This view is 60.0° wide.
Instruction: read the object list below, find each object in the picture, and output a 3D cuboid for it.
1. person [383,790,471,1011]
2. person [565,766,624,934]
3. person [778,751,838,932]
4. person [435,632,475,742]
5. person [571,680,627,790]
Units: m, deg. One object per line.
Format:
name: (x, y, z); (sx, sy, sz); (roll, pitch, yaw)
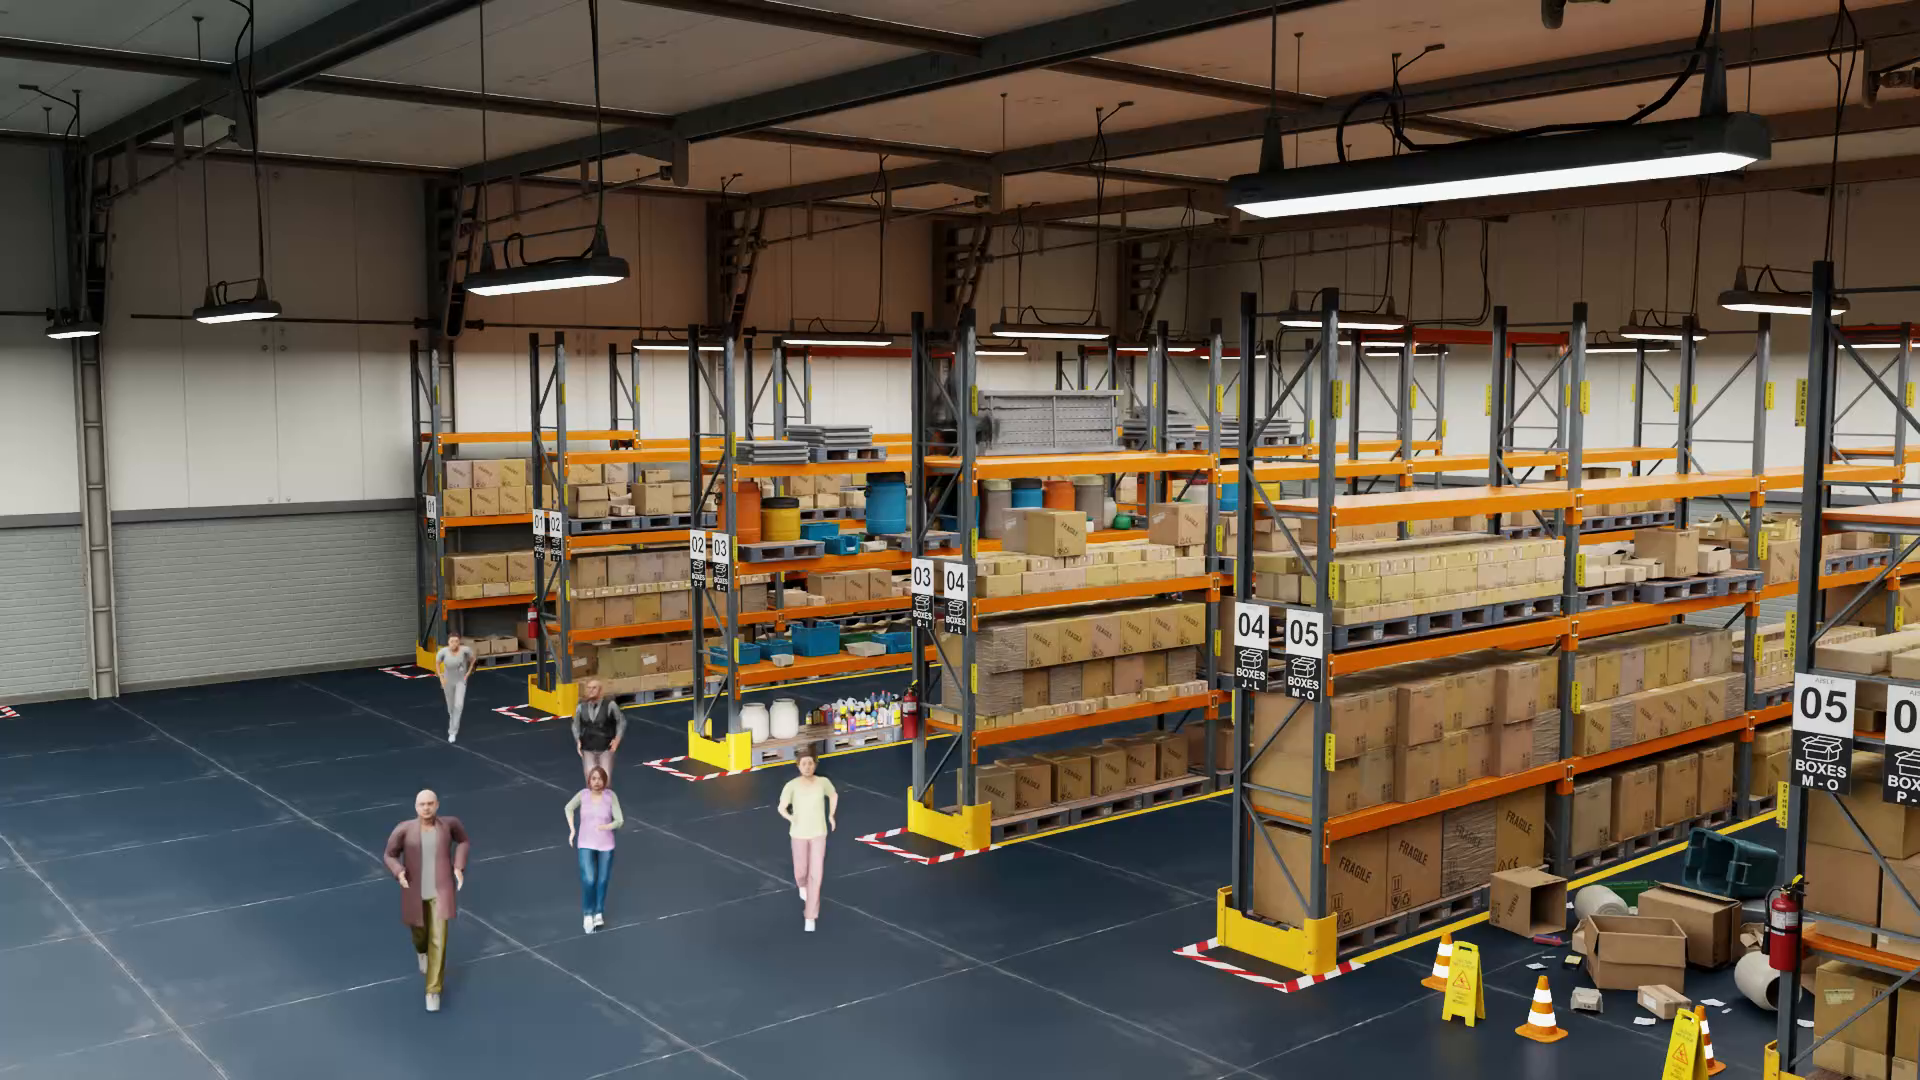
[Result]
person: (-4.501, 2.983, 14.081); (0.709, 1.767, 1.018); (-2, 6, -17)
person: (-3.437, 2.916, 15.681); (0.519, 1.585, 0.625); (-2, 6, -17)
person: (-1.459, 2.852, 16.058); (0.588, 1.654, 0.899); (-1, 5, -8)
person: (-7.455, 2.122, 24.567); (0.568, 1.612, 0.878); (-2, 6, -21)
person: (-4.307, 2.503, 19.805); (0.663, 1.690, 0.540); (0, 5, 0)
